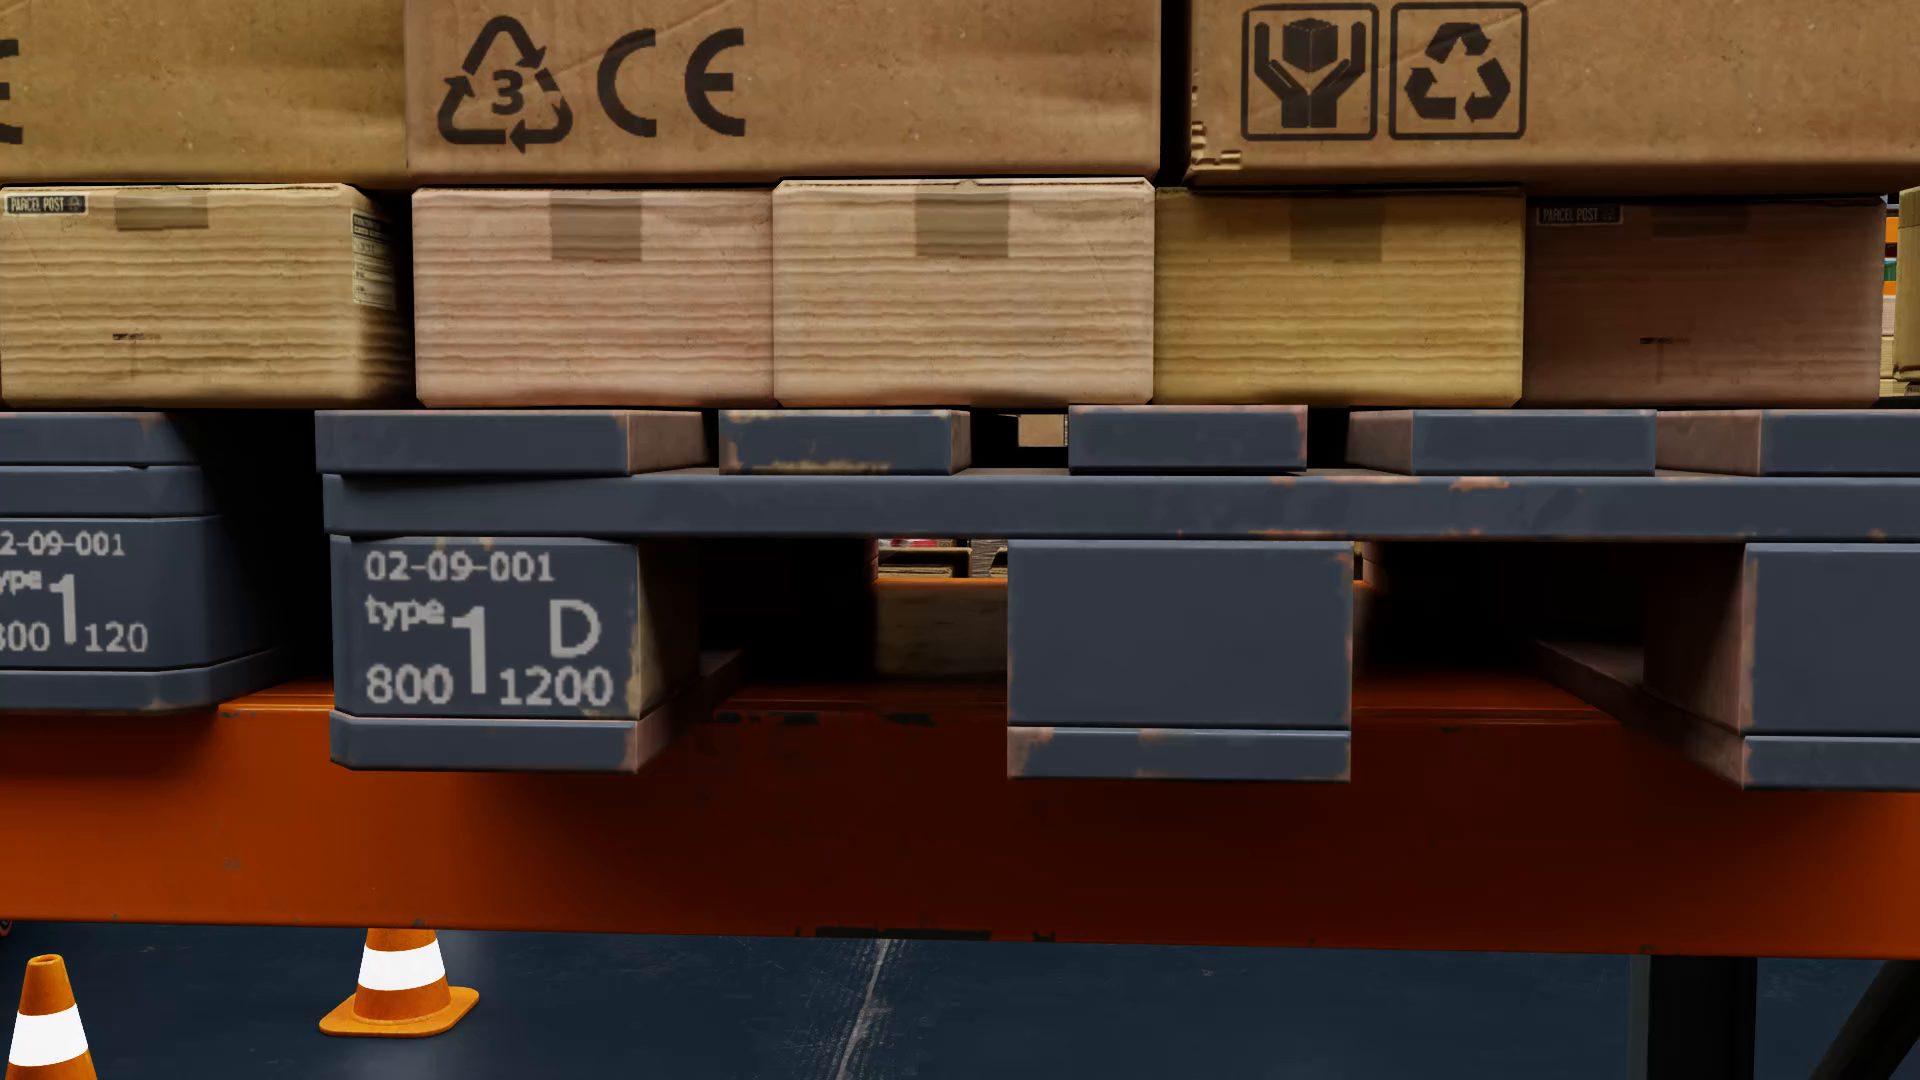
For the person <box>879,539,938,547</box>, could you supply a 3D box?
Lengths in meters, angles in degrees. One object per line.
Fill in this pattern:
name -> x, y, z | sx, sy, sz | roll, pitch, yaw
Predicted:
person -> -0.615, 0.280, 10.248 | 0.957, 1.001, 0.535 | 0, 4, 1
